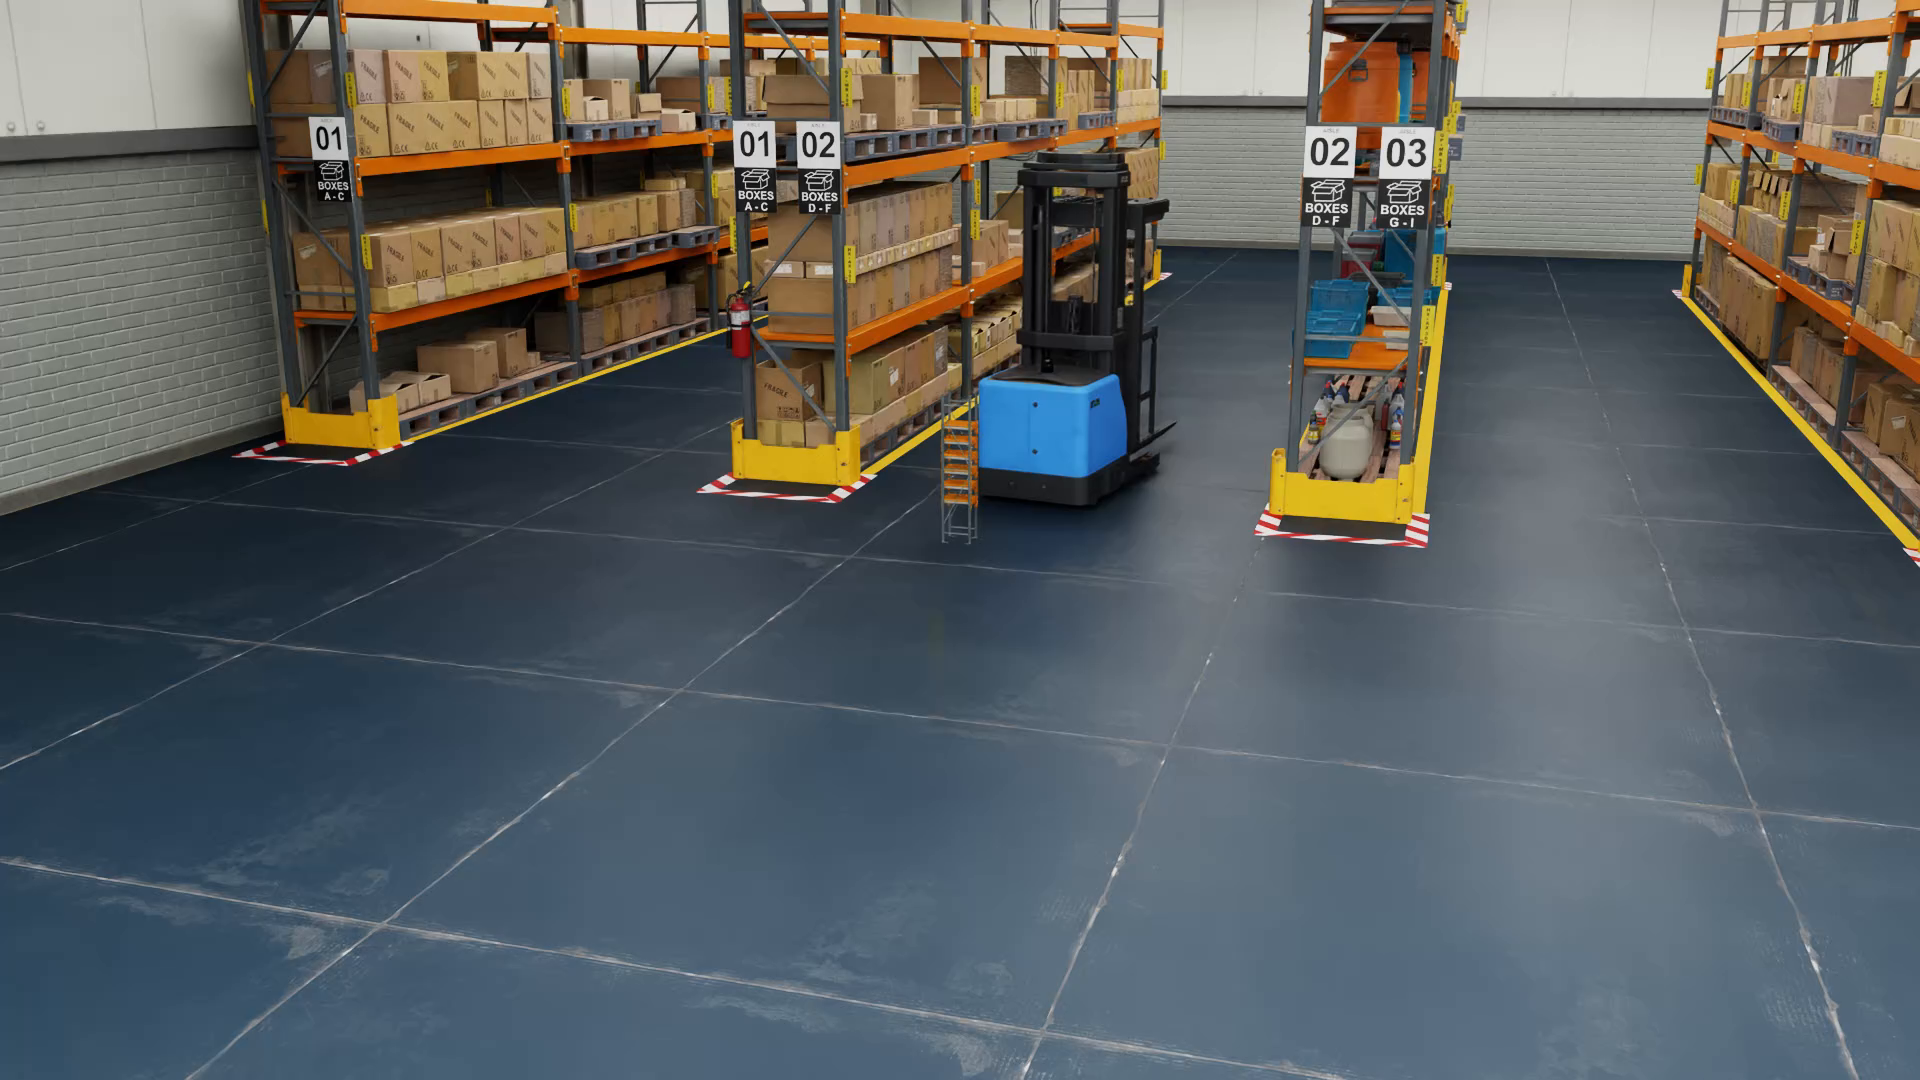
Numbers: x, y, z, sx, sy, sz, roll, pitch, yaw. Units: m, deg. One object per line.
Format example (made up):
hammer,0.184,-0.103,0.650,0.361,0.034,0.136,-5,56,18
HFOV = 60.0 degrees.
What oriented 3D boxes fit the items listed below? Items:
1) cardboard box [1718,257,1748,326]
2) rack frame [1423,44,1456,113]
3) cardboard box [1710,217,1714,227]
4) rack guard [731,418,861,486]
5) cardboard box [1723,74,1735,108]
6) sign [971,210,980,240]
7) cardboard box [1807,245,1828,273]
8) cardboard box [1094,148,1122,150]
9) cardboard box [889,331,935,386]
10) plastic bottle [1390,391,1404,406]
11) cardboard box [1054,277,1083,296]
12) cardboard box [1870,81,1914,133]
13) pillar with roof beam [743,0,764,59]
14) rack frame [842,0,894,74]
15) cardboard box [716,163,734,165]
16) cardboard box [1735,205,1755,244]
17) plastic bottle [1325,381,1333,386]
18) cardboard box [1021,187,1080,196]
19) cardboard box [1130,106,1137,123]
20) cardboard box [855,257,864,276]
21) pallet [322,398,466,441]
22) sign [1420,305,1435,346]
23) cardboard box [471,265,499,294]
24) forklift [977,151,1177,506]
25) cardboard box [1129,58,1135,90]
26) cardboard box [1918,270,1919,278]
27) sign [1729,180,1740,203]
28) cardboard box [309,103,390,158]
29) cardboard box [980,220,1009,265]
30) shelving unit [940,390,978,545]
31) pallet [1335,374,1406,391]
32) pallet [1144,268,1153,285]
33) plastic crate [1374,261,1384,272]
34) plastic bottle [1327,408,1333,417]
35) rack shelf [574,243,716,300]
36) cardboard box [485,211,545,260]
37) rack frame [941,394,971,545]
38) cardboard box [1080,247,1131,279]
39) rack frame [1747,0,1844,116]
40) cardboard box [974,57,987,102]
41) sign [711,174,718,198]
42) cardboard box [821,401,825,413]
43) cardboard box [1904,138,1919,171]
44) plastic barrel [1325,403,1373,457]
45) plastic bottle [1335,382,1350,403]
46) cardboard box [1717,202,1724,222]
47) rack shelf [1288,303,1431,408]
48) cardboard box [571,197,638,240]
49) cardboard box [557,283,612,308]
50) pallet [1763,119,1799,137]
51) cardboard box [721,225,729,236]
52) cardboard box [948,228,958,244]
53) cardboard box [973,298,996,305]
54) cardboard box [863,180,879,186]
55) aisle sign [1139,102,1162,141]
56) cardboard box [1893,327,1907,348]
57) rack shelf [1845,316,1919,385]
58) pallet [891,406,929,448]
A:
cardboard box,11.242,-3.405,22.962,1.225,0.875,0.875,5,16,16
rack frame,6.656,-7.665,23.861,1.000,3.000,0.127,5,16,16
cardboard box,11.688,-4.850,25.393,0.380,0.149,0.250,4,16,14
rack guard,-1.509,-0.815,15.288,1.175,0.500,0.348,5,16,16
cardboard box,12.170,-6.904,25.541,0.700,0.500,0.500,4,16,14
sign,0.167,-3.483,18.379,0.100,0.325,0.005,5,16,16
cardboard box,9.571,-3.057,18.116,0.500,0.250,0.500,4,16,14
cardboard box,2.525,-6.506,28.755,0.500,0.500,0.500,5,17,16
cardboard box,-0.579,-1.911,17.466,0.500,0.500,0.500,5,16,16
plastic bottle,4.330,-1.297,16.454,0.144,0.351,0.185,5,16,16
cardboard box,1.465,-3.491,23.916,0.500,0.500,0.500,4,16,15
cardboard box,9.627,-4.358,16.741,0.797,0.503,0.637,5,17,18
pillar with roof beam,0.655,-8.349,26.275,9.100,9.000,0.400,5,16,16
rack frame,-1.706,-9.479,30.259,1.000,3.000,0.127,5,16,16
cardboard box,-3.503,-5.739,25.928,0.500,0.250,0.500,4,16,14
cardboard box,11.034,-4.342,22.956,0.500,0.500,0.500,5,16,16
plastic bottle,3.872,-1.535,17.439,0.097,0.271,0.097,0,16,0
cardboard box,1.285,-4.765,23.680,0.700,0.500,0.500,8,18,26
cardboard box,2.573,-6.904,26.950,0.500,0.250,0.500,5,16,16
cardboard box,-1.112,-2.540,15.414,0.380,0.149,0.250,4,16,14
pallet,-5.966,-1.295,17.510,1.003,0.211,1.213,5,16,16
sign,3.772,-1.728,13.419,0.100,0.325,0.005,5,16,16
cardboard box,-5.379,-2.850,18.117,0.500,0.250,0.500,5,17,16
forklift,1.227,-2.058,15.213,1.130,2.935,3.031,7,17,24
cardboard box,2.424,-7.517,26.822,0.700,0.500,0.500,5,16,16
cardboard box,8.195,-2.352,13.564,0.500,0.500,0.500,5,16,16
sign,10.872,-4.892,23.347,0.100,0.325,0.005,5,16,16
cardboard box,-5.918,-3.976,16.134,0.500,0.500,0.500,5,17,17
cardboard box,0.310,-3.725,20.782,0.500,0.500,0.500,4,16,13
shelving unit,-0.004,-0.573,13.152,0.258,1.200,0.189,5,16,16
pallet,4.913,-1.873,19.545,1.003,0.211,1.213,5,16,16
pallet,2.798,-4.640,29.302,1.003,0.211,1.213,5,16,16
plastic crate,4.607,-3.061,19.013,0.450,0.188,0.662,5,16,16
plastic bottle,3.548,-1.114,15.932,0.061,0.283,0.133,5,16,16
rack shelf,-4.548,-3.631,21.952,1.077,0.370,4.000,5,16,16
cardboard box,-5.090,-3.473,18.942,0.500,0.500,0.500,5,16,16
rack frame,-0.030,-0.550,13.068,0.240,1.200,0.006,5,16,16
cardboard box,2.437,-4.666,28.052,0.797,0.503,0.637,5,16,16
rack frame,11.405,-7.281,22.507,1.000,3.000,0.127,5,16,16
cardboard box,-0.013,-5.313,19.199,0.500,0.500,0.500,6,17,21
sign,-3.456,-4.980,23.412,0.100,0.325,0.005,5,16,16
cardboard box,-1.502,-1.198,16.326,0.500,0.250,0.500,5,16,16
cardboard box,8.461,-3.307,14.268,0.500,0.250,0.500,4,16,14
plastic barrel,3.502,-0.953,14.983,0.421,0.512,0.421,0,16,0
plastic bottle,3.894,-1.433,16.931,0.144,0.351,0.185,5,16,16
cardboard box,11.568,-4.870,24.733,0.500,0.250,0.500,5,17,17
rack shelf,3.814,-1.816,15.554,1.077,0.370,4.000,5,16,16
cardboard box,-4.616,-4.164,21.525,0.700,0.500,0.500,7,17,24
cardboard box,-4.801,-3.133,21.278,0.500,0.250,0.500,4,16,15
pallet,10.715,-5.166,20.893,1.003,0.211,1.213,5,17,18
cardboard box,-3.584,-4.522,24.201,0.380,0.149,0.250,5,17,17
cardboard box,-0.237,-3.343,18.247,0.380,0.149,0.250,5,16,16
cardboard box,0.200,-3.014,21.700,0.500,0.311,0.500,4,16,14
cardboard box,-2.037,-6.412,29.890,0.980,0.700,0.700,4,16,15
aisle sign,3.358,-7.455,29.351,0.394,0.787,0.004,5,16,16
cardboard box,8.368,-1.754,14.477,0.380,0.149,0.250,5,16,16
rack shelf,8.563,-1.432,14.200,1.077,0.370,4.000,5,16,16
pallet,-0.976,-1.204,17.188,1.003,0.211,1.213,5,16,16
